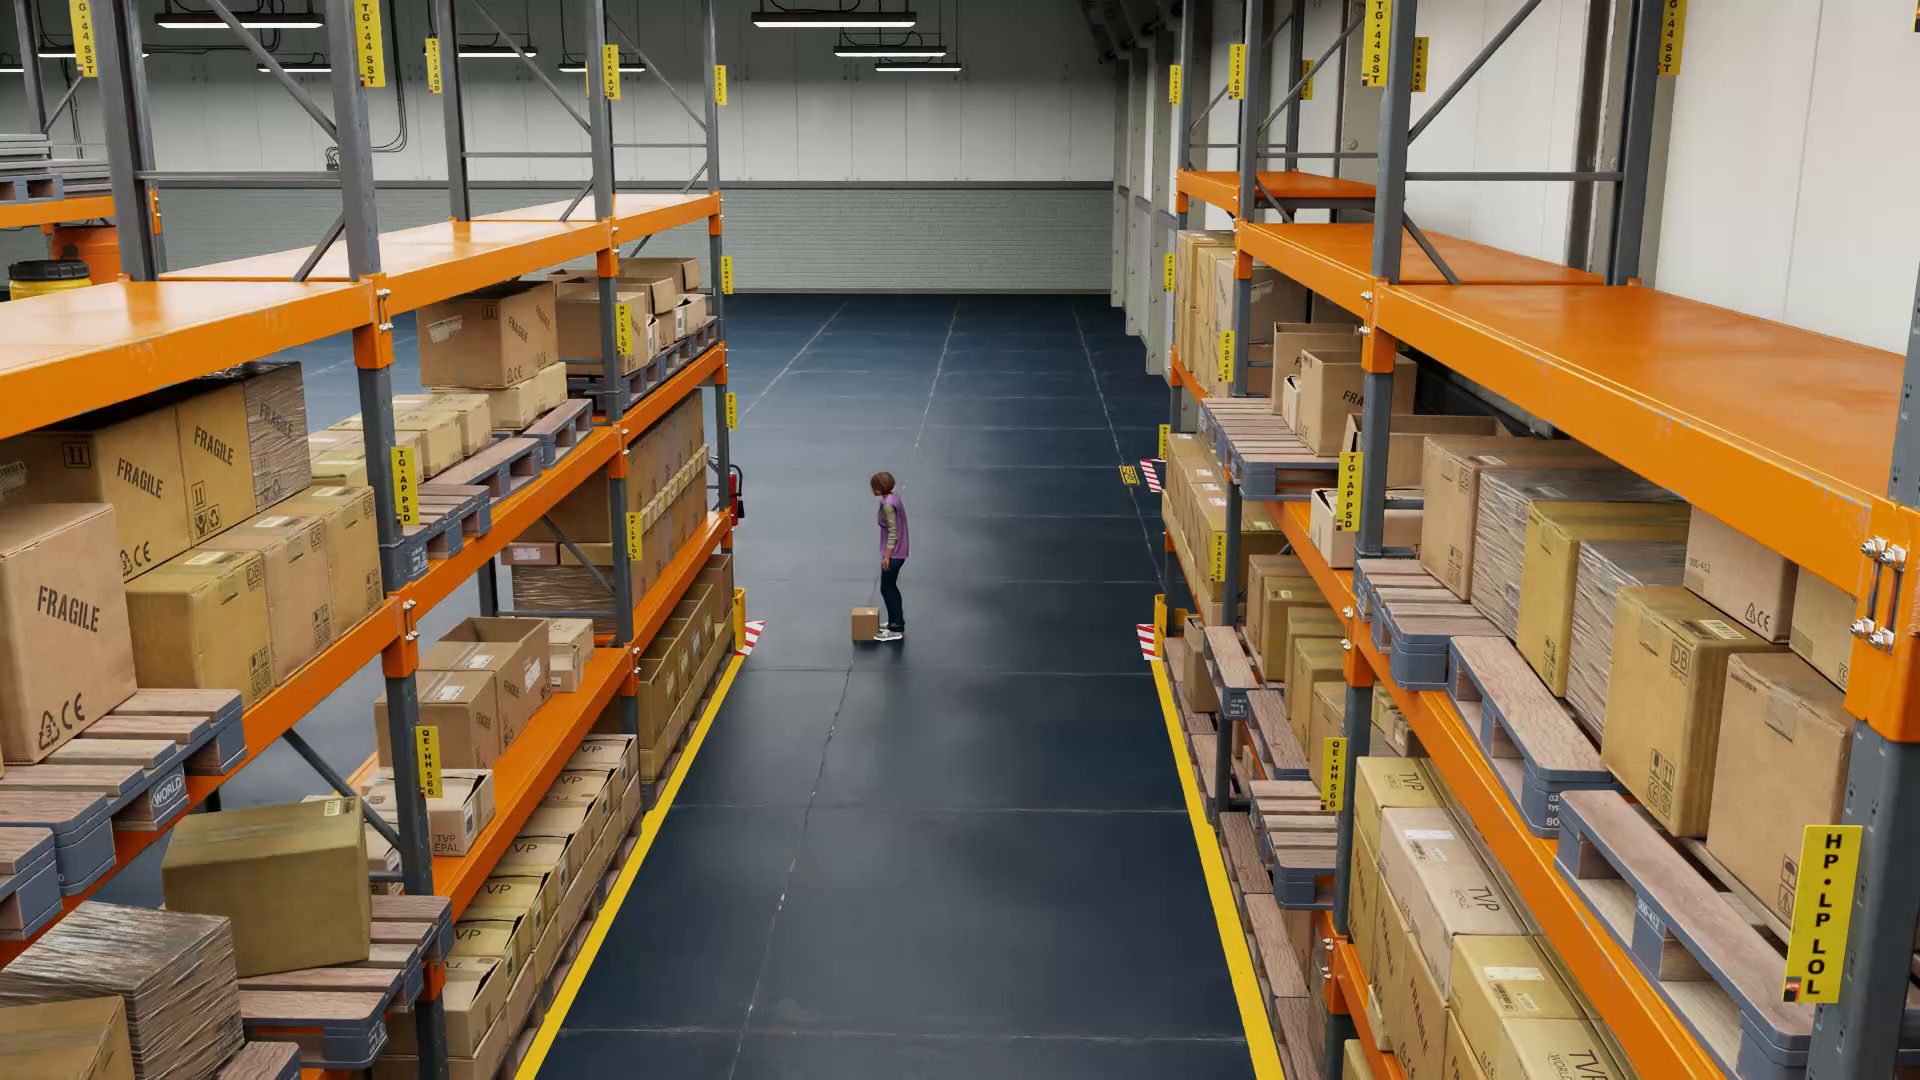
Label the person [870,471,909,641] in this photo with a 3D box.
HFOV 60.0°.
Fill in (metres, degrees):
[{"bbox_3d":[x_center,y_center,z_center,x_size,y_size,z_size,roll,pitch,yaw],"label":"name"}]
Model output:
[{"bbox_3d":[-0.648,0.138,15.480,0.349,1.592,0.474,0,14,0],"label":"person"}]
